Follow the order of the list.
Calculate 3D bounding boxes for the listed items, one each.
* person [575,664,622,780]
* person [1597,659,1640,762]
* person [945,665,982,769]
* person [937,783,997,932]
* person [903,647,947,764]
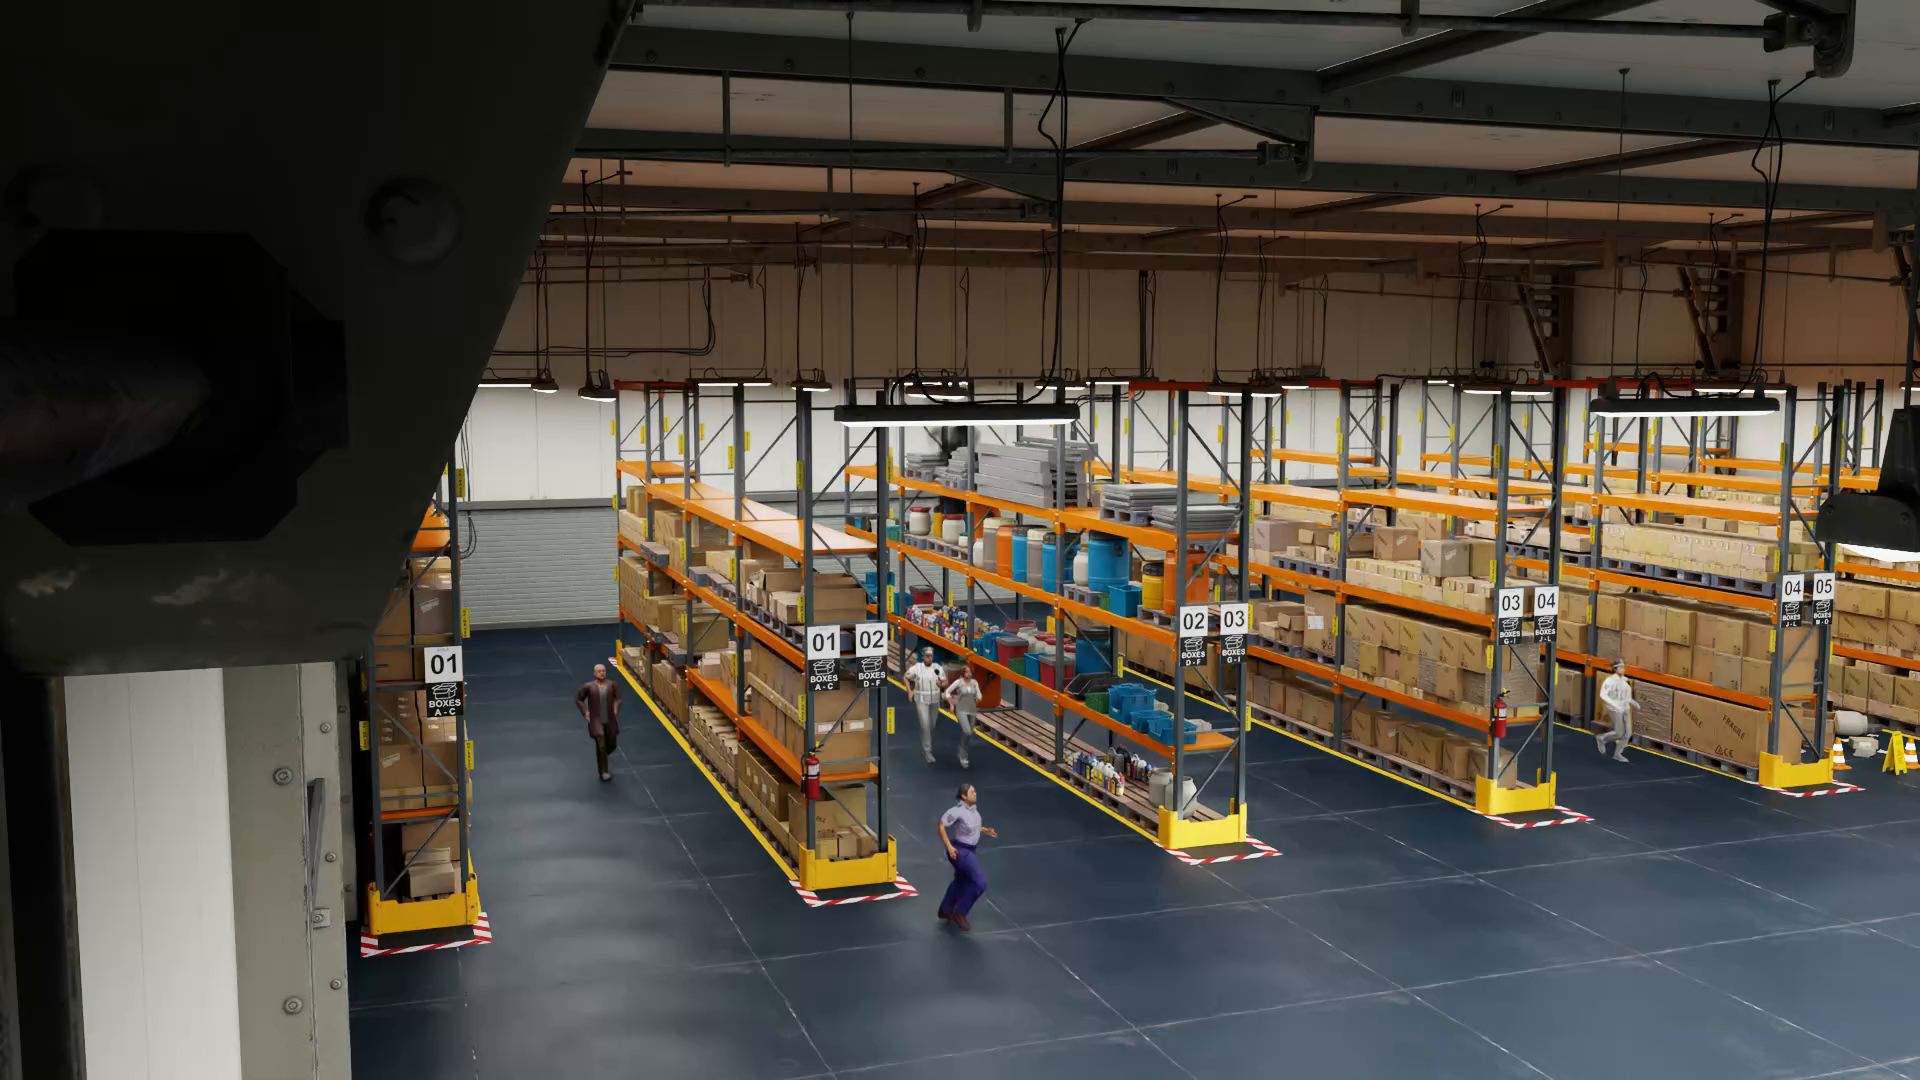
[{"bbox_3d":[-5.523,2.770,25.529,0.715,1.735,0.826,-3,7,-28],"label":"person"},{"bbox_3d":[10.487,2.704,26.561,0.560,1.647,0.575,-3,7,-27],"label":"person"},{"bbox_3d":[0.093,2.771,26.194,0.504,1.631,0.699,-3,7,-29],"label":"person"},{"bbox_3d":[0.065,3.555,18.743,0.685,1.649,0.601,2,6,14],"label":"person"},{"bbox_3d":[-0.522,2.607,26.771,0.649,1.813,0.896,-3,7,-24],"label":"person"}]
